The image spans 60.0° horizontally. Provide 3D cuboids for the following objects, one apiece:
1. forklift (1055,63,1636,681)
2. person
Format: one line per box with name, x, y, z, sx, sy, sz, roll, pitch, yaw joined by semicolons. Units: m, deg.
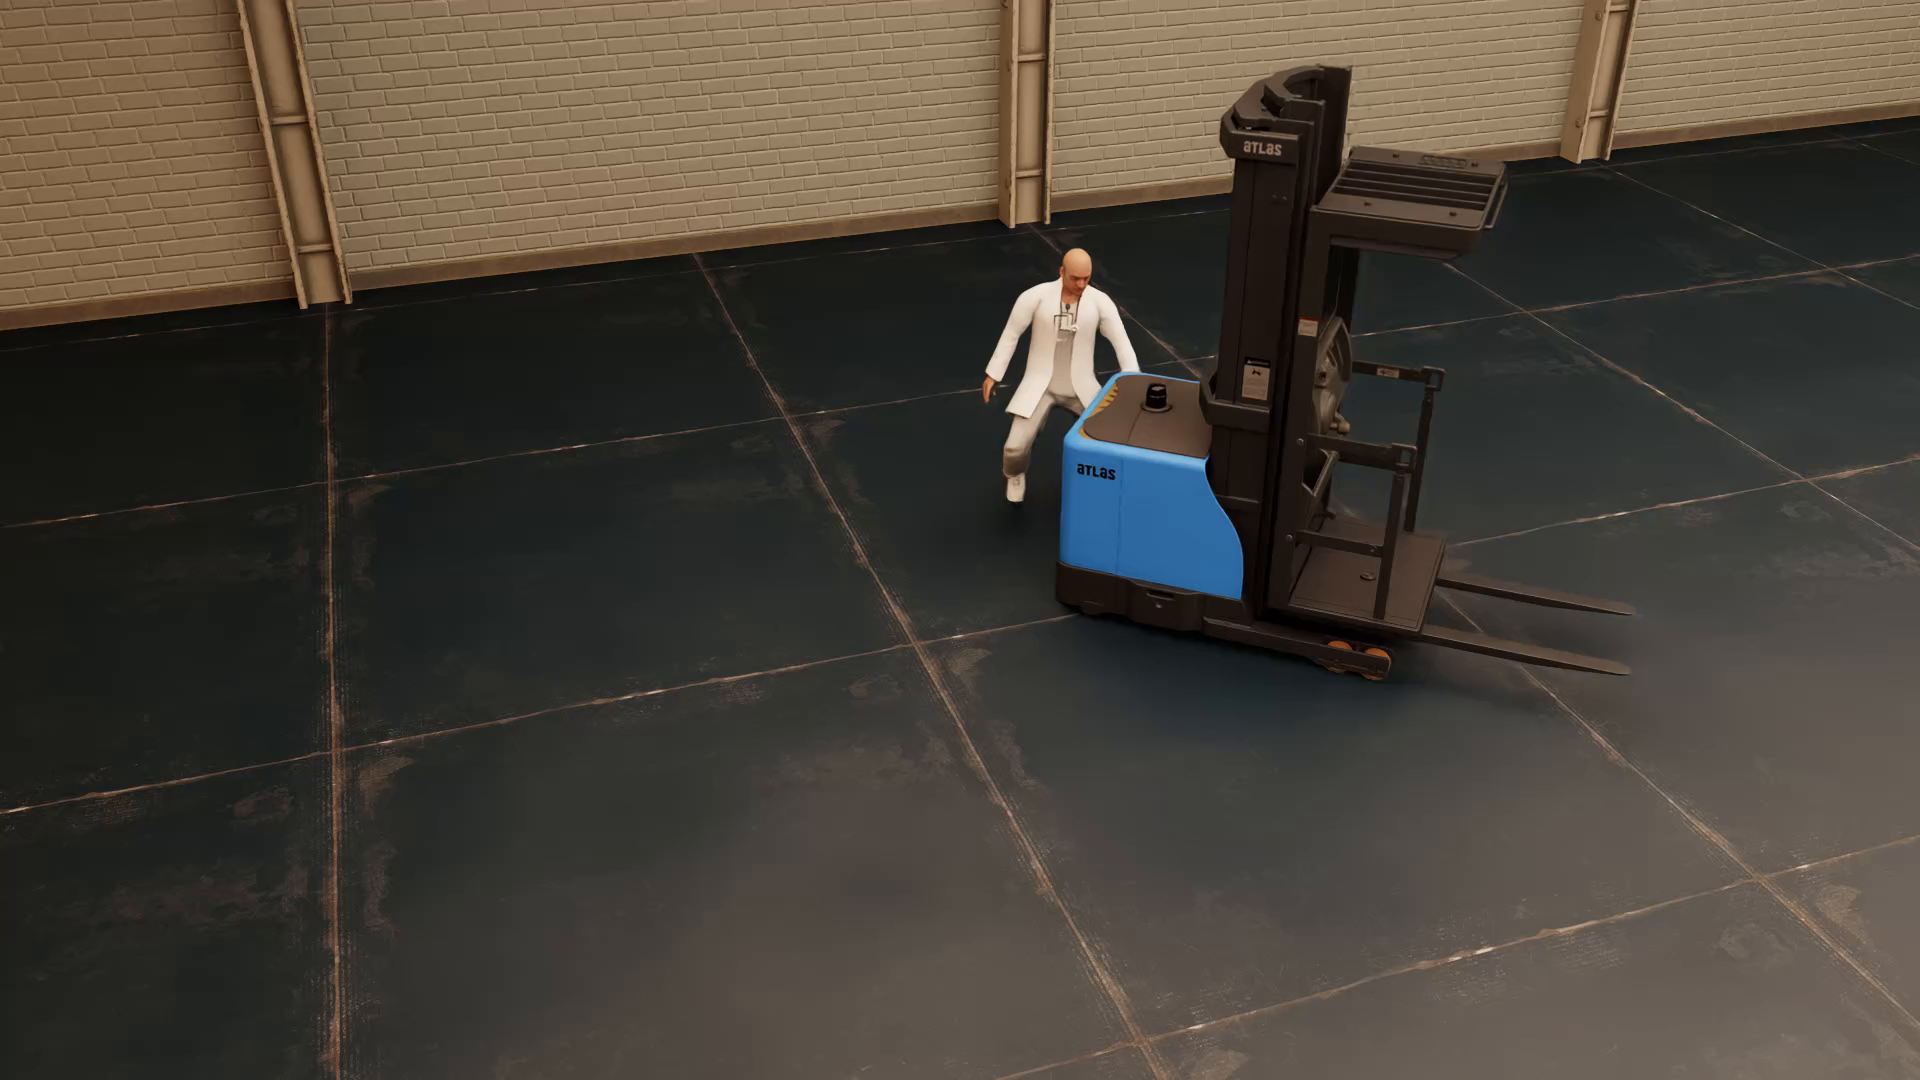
forklift;2.105;-0.833;8.535;3.031;2.935;1.130;11;32;19
person;0.625;-0.951;10.043;0.977;1.666;0.630;1;30;1
